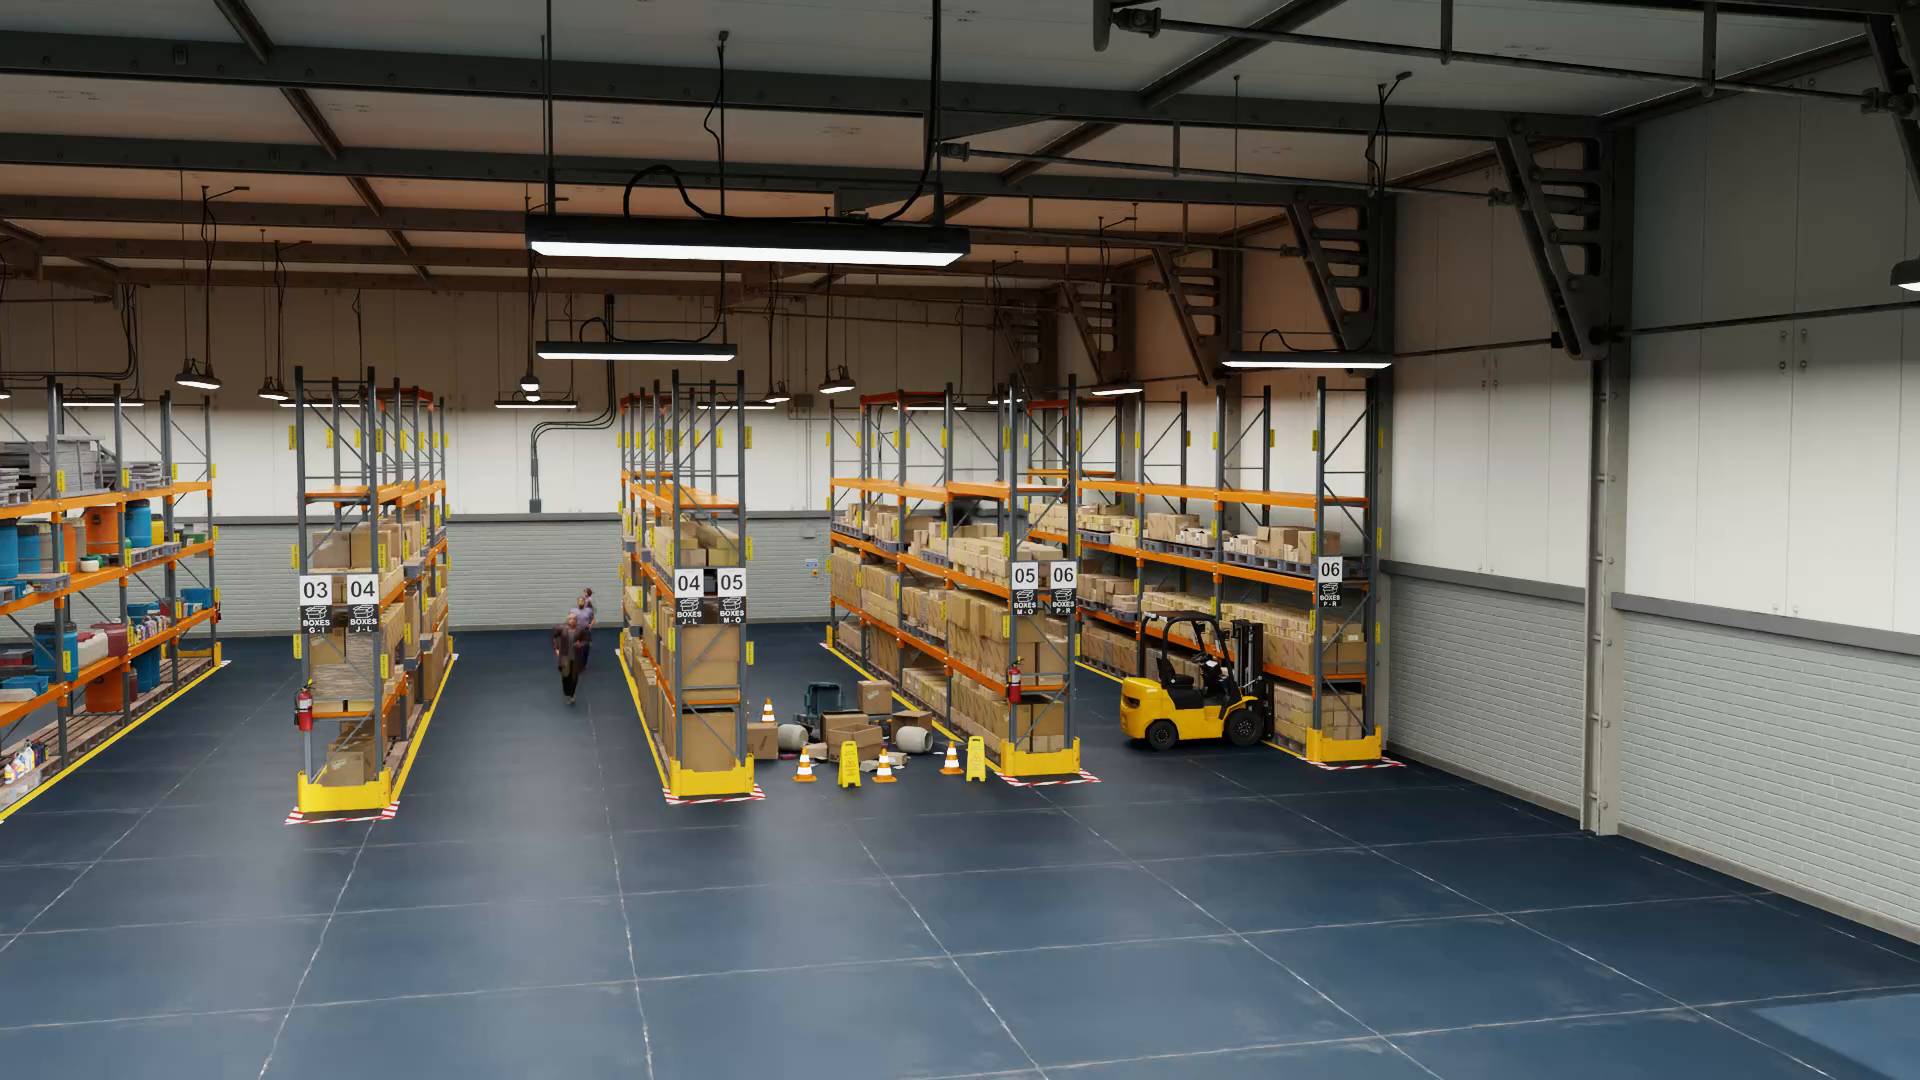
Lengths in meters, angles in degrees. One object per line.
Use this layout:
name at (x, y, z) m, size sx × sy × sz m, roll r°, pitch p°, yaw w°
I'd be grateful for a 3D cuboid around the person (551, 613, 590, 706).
person at (-7.335, 2.255, 31.343) m, size 0.691 × 1.763 × 0.799 m, roll -1°, pitch 4°, yaw -17°

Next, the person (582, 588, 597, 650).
person at (-8.917, 1.892, 39.515) m, size 0.470 × 1.535 × 0.612 m, roll -3°, pitch 5°, yaw -44°

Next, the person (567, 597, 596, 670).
person at (-8.287, 2.052, 36.442) m, size 0.616 × 1.587 × 0.550 m, roll -1°, pitch 4°, yaw -17°
